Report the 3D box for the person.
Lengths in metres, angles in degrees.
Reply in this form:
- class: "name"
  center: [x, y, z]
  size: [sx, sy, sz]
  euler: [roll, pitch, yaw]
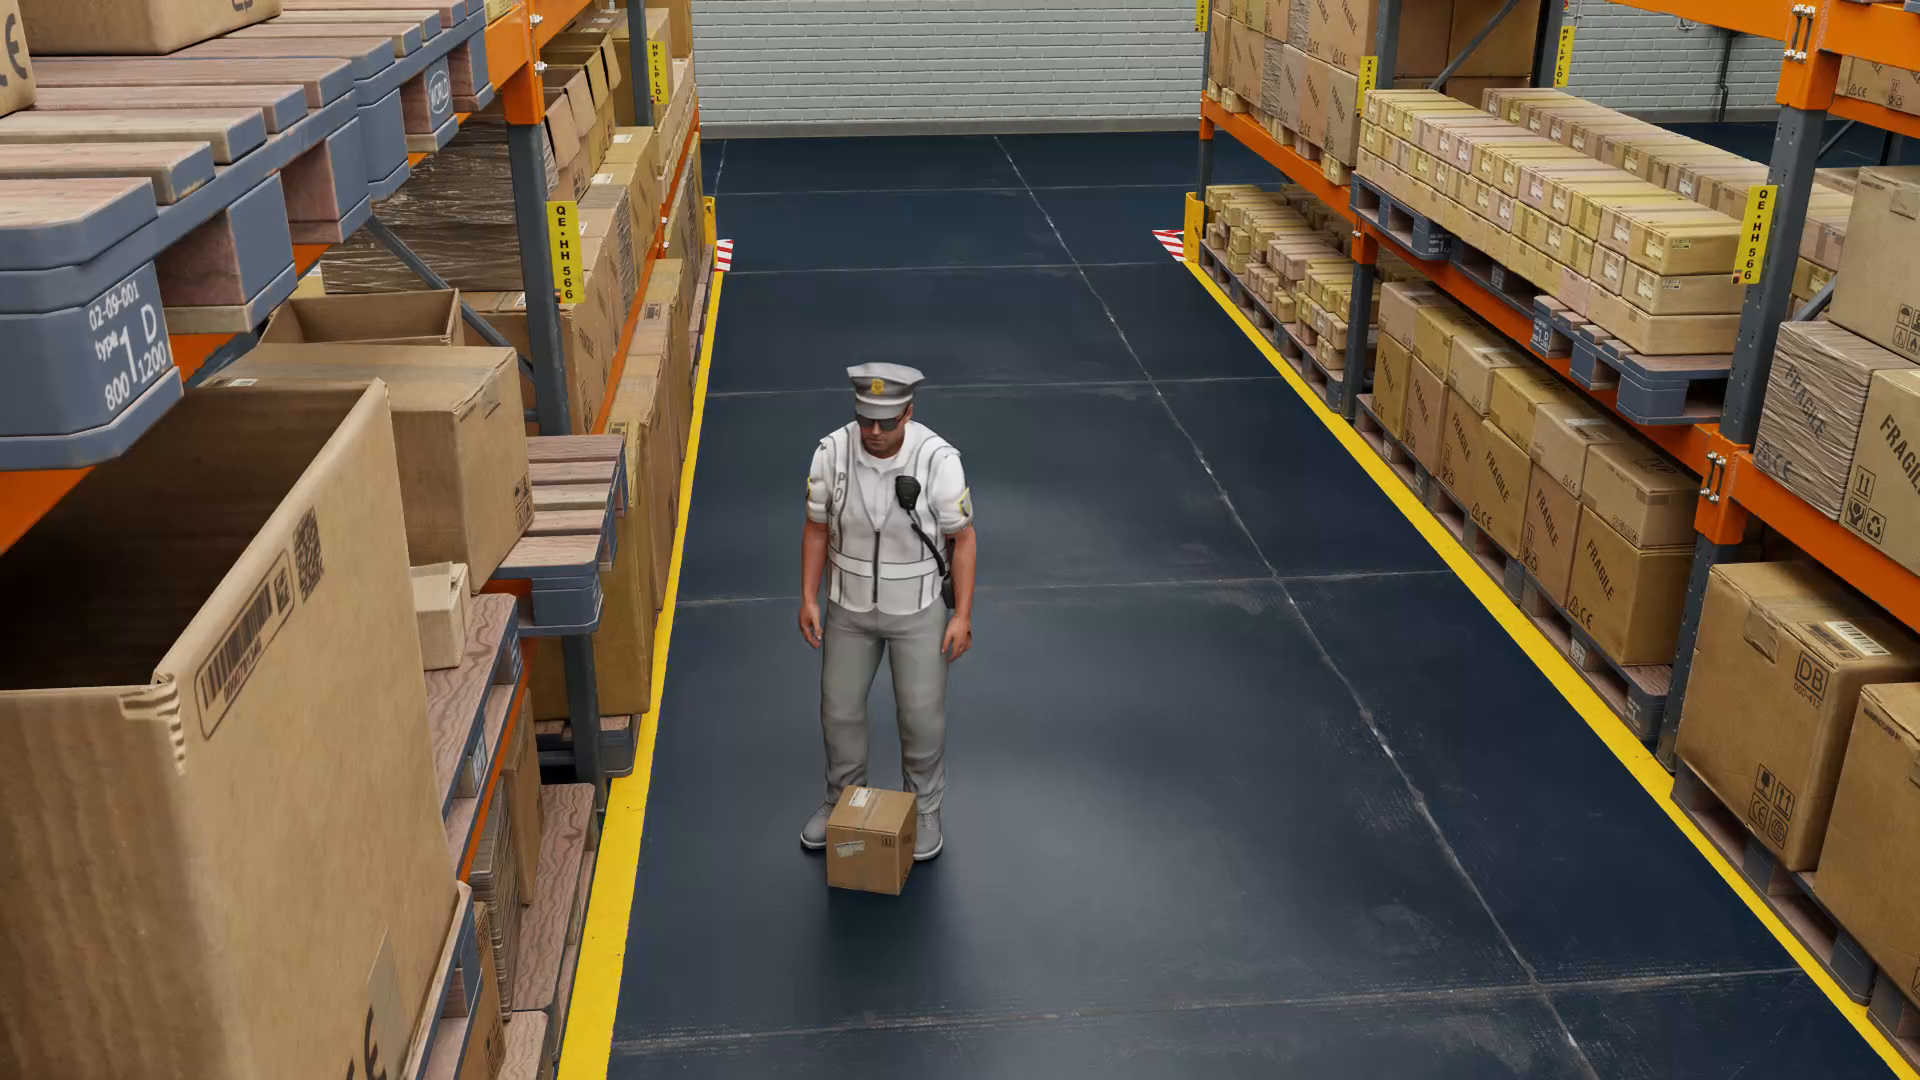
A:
- class: "person"
  center: [-0.242, 0.222, 5.581]
  size: [0.594, 1.748, 0.434]
  euler: [5, 24, 11]
